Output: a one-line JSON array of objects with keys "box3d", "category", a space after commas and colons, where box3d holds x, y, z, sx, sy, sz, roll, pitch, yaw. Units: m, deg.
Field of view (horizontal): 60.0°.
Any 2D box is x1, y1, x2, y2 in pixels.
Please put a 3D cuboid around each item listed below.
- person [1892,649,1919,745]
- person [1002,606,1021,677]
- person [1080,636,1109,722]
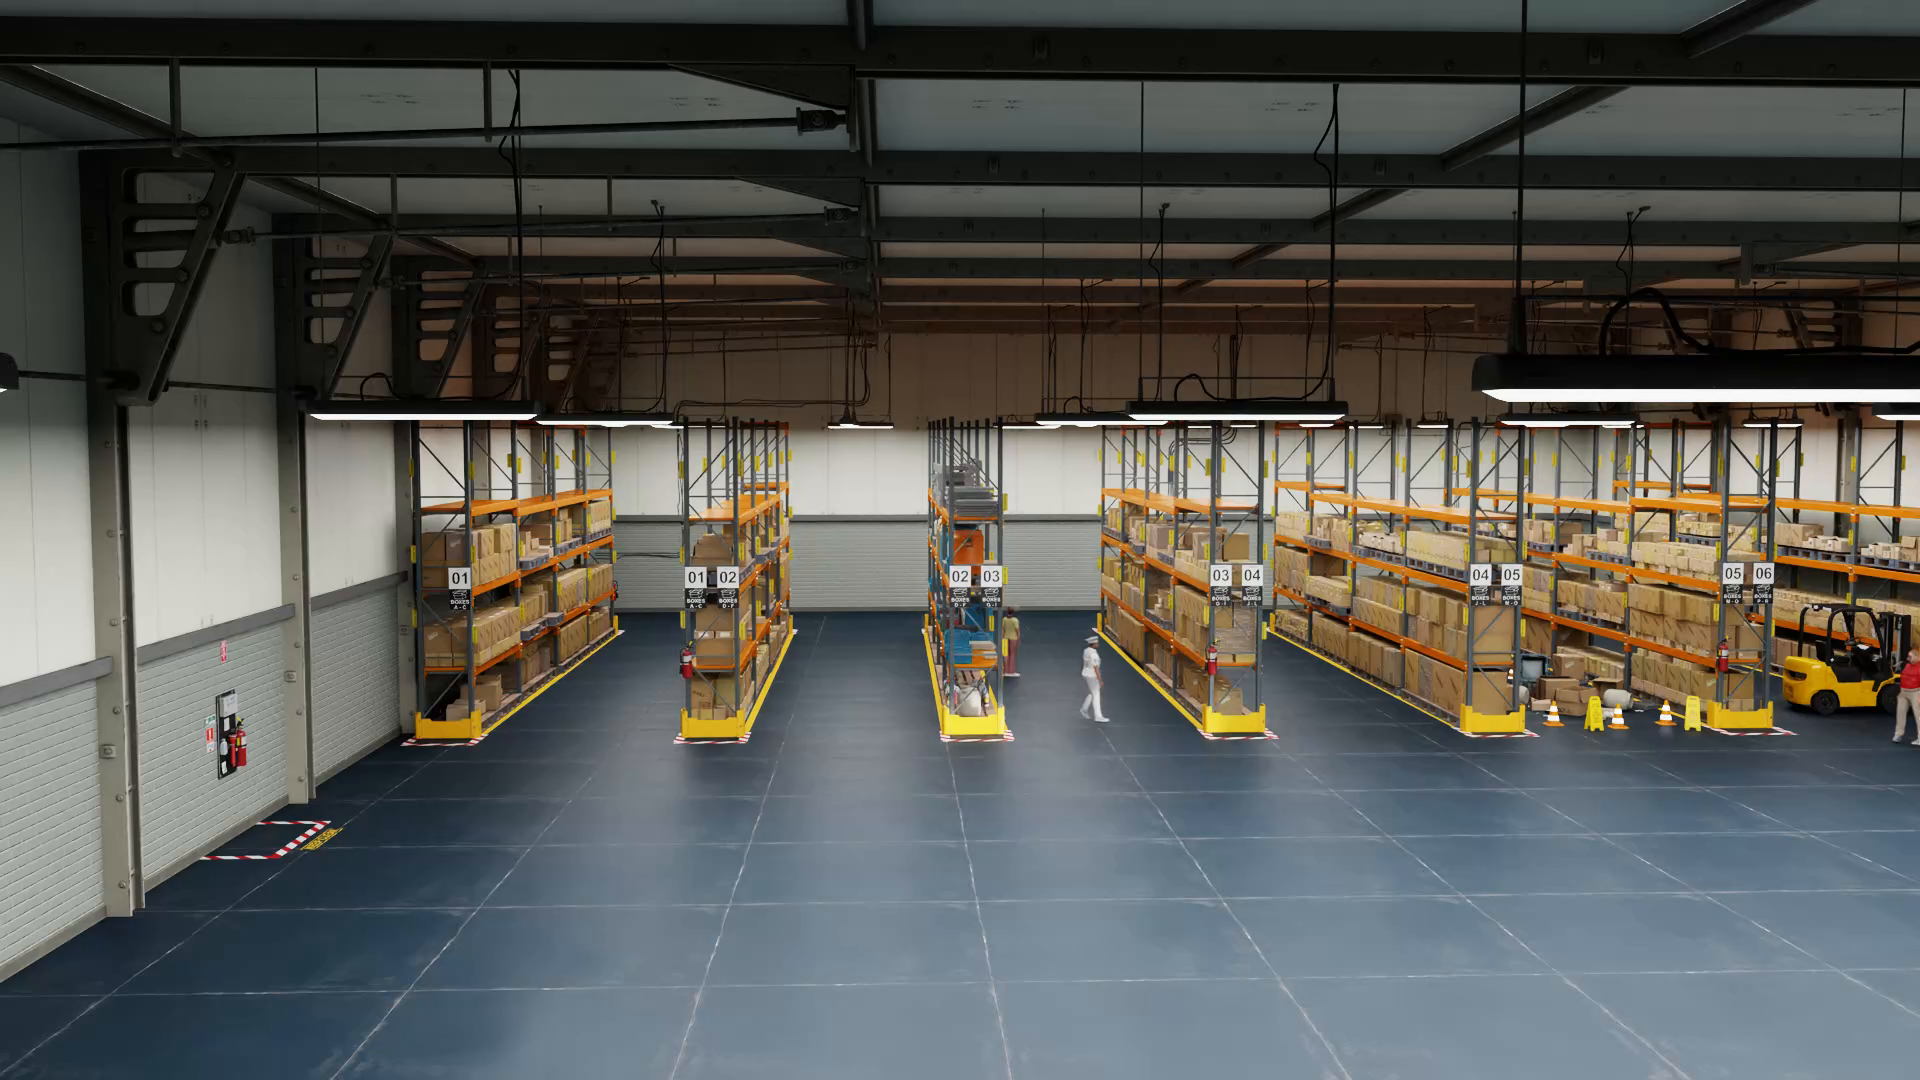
[{"box3d": [17.444, 2.865, 30.531, 0.455, 1.720, 0.596, -1, 4, -22], "category": "person"}, {"box3d": [1.192, 2.359, 38.711, 0.472, 1.667, 0.382, 3, 5, 39], "category": "person"}, {"box3d": [2.660, 2.742, 32.925, 0.493, 1.665, 0.577, -1, 4, -13], "category": "person"}]
